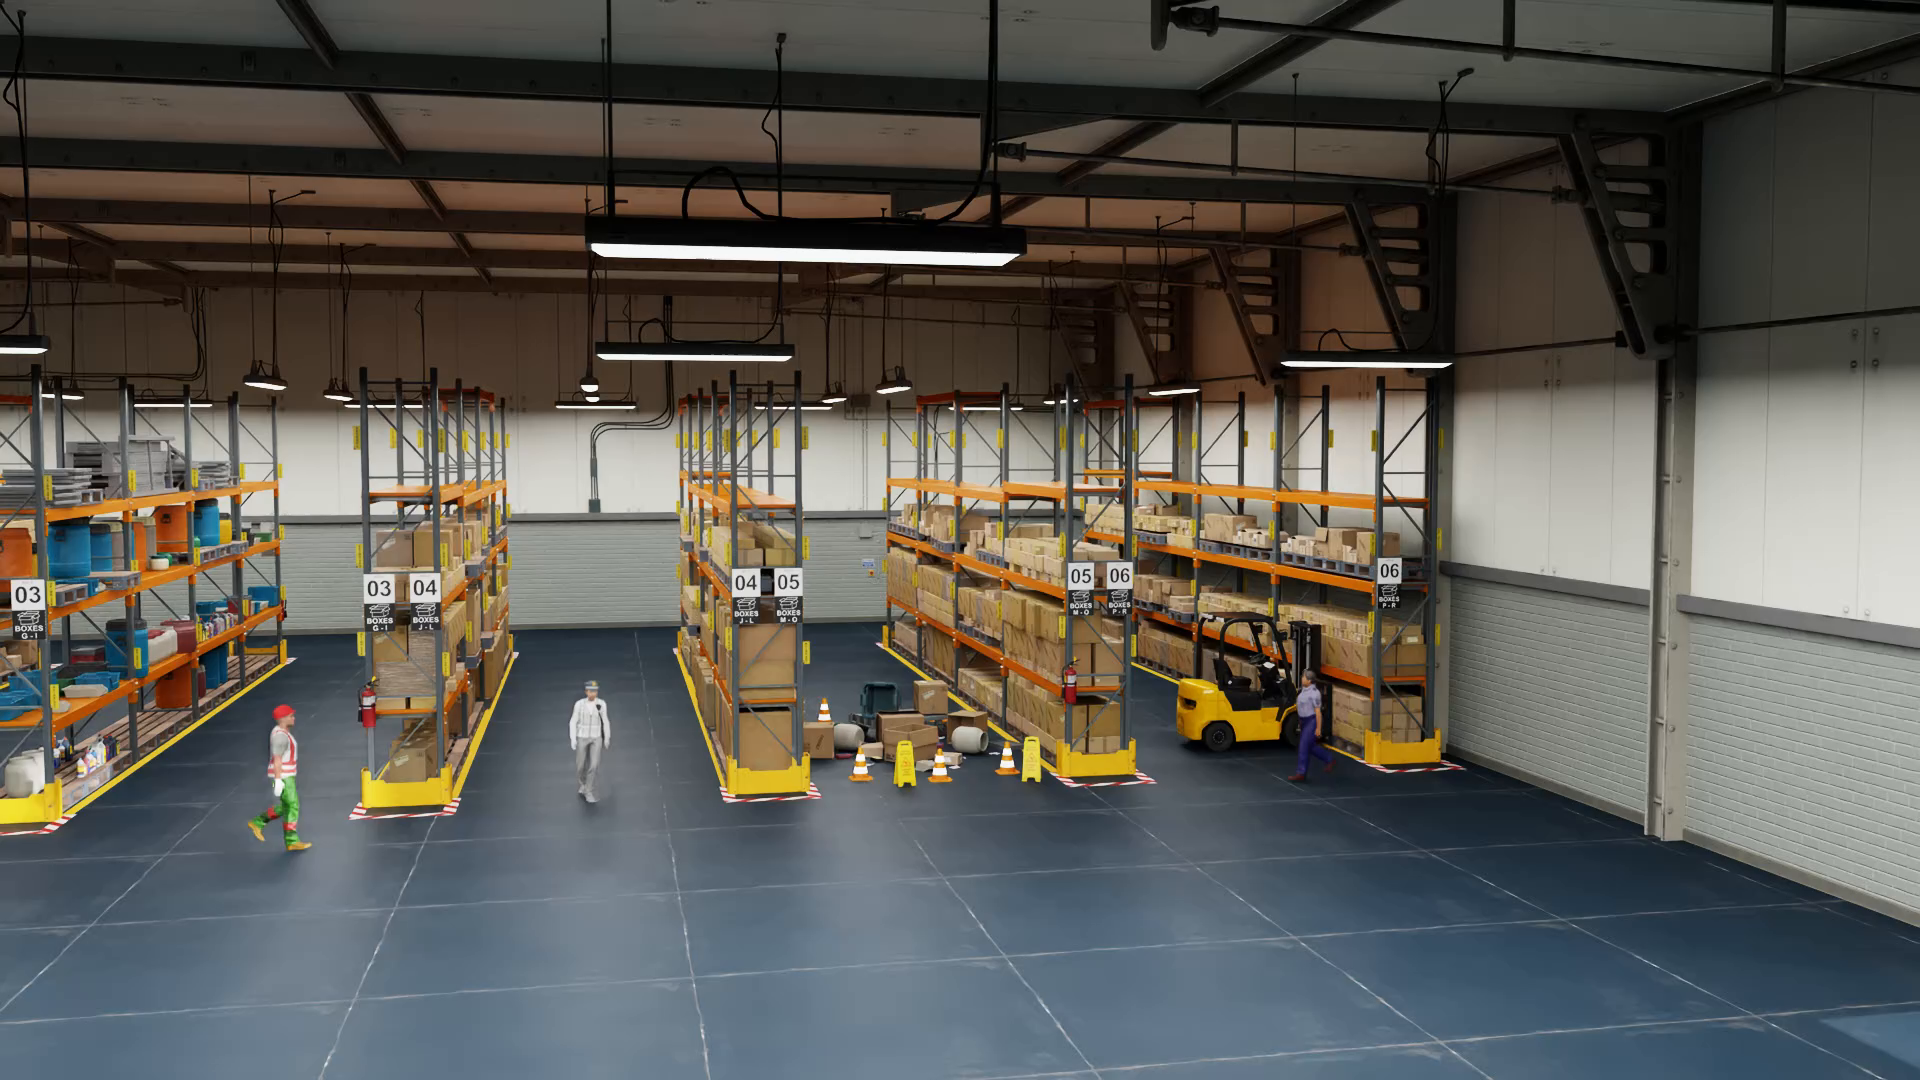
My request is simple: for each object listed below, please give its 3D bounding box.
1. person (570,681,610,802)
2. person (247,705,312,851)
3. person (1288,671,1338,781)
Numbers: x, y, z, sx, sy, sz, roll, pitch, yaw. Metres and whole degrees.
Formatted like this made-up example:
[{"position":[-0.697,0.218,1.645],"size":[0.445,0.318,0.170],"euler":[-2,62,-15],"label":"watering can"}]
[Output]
[{"position":[-5.180,2.816,23.304],"size":[0.560,1.694,0.608],"euler":[-1,4,-17],"label":"person"},{"position":[-8.330,2.897,20.289],"size":[0.785,1.775,0.534],"euler":[-1,3,-10],"label":"person"},{"position":[5.234,2.721,24.608],"size":[0.916,1.606,0.501],"euler":[-1,4,-20],"label":"person"}]
